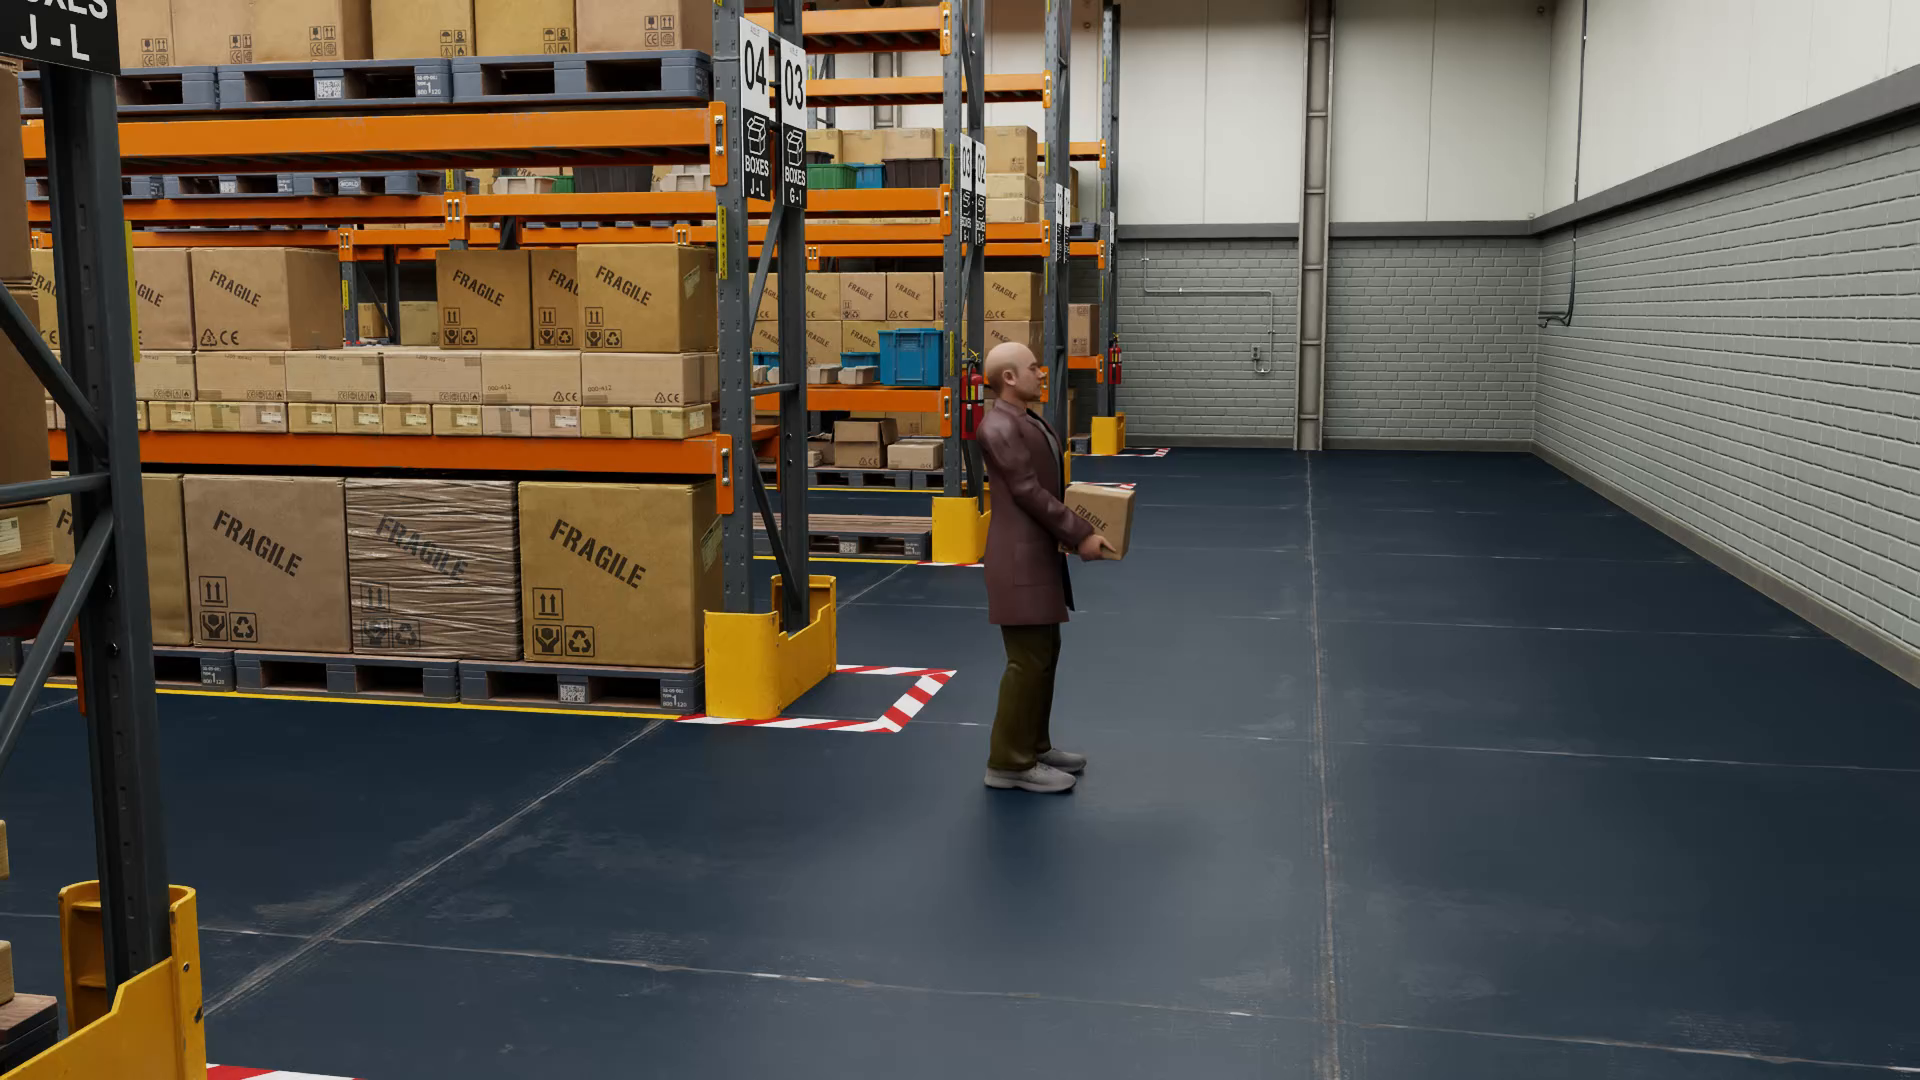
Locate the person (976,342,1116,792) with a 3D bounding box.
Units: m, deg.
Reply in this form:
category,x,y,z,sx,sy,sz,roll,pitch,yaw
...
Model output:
category,x,y,z,sx,sy,sz,roll,pitch,yaw
person,0.365,0.100,6.653,0.555,1.769,0.529,2,8,12
